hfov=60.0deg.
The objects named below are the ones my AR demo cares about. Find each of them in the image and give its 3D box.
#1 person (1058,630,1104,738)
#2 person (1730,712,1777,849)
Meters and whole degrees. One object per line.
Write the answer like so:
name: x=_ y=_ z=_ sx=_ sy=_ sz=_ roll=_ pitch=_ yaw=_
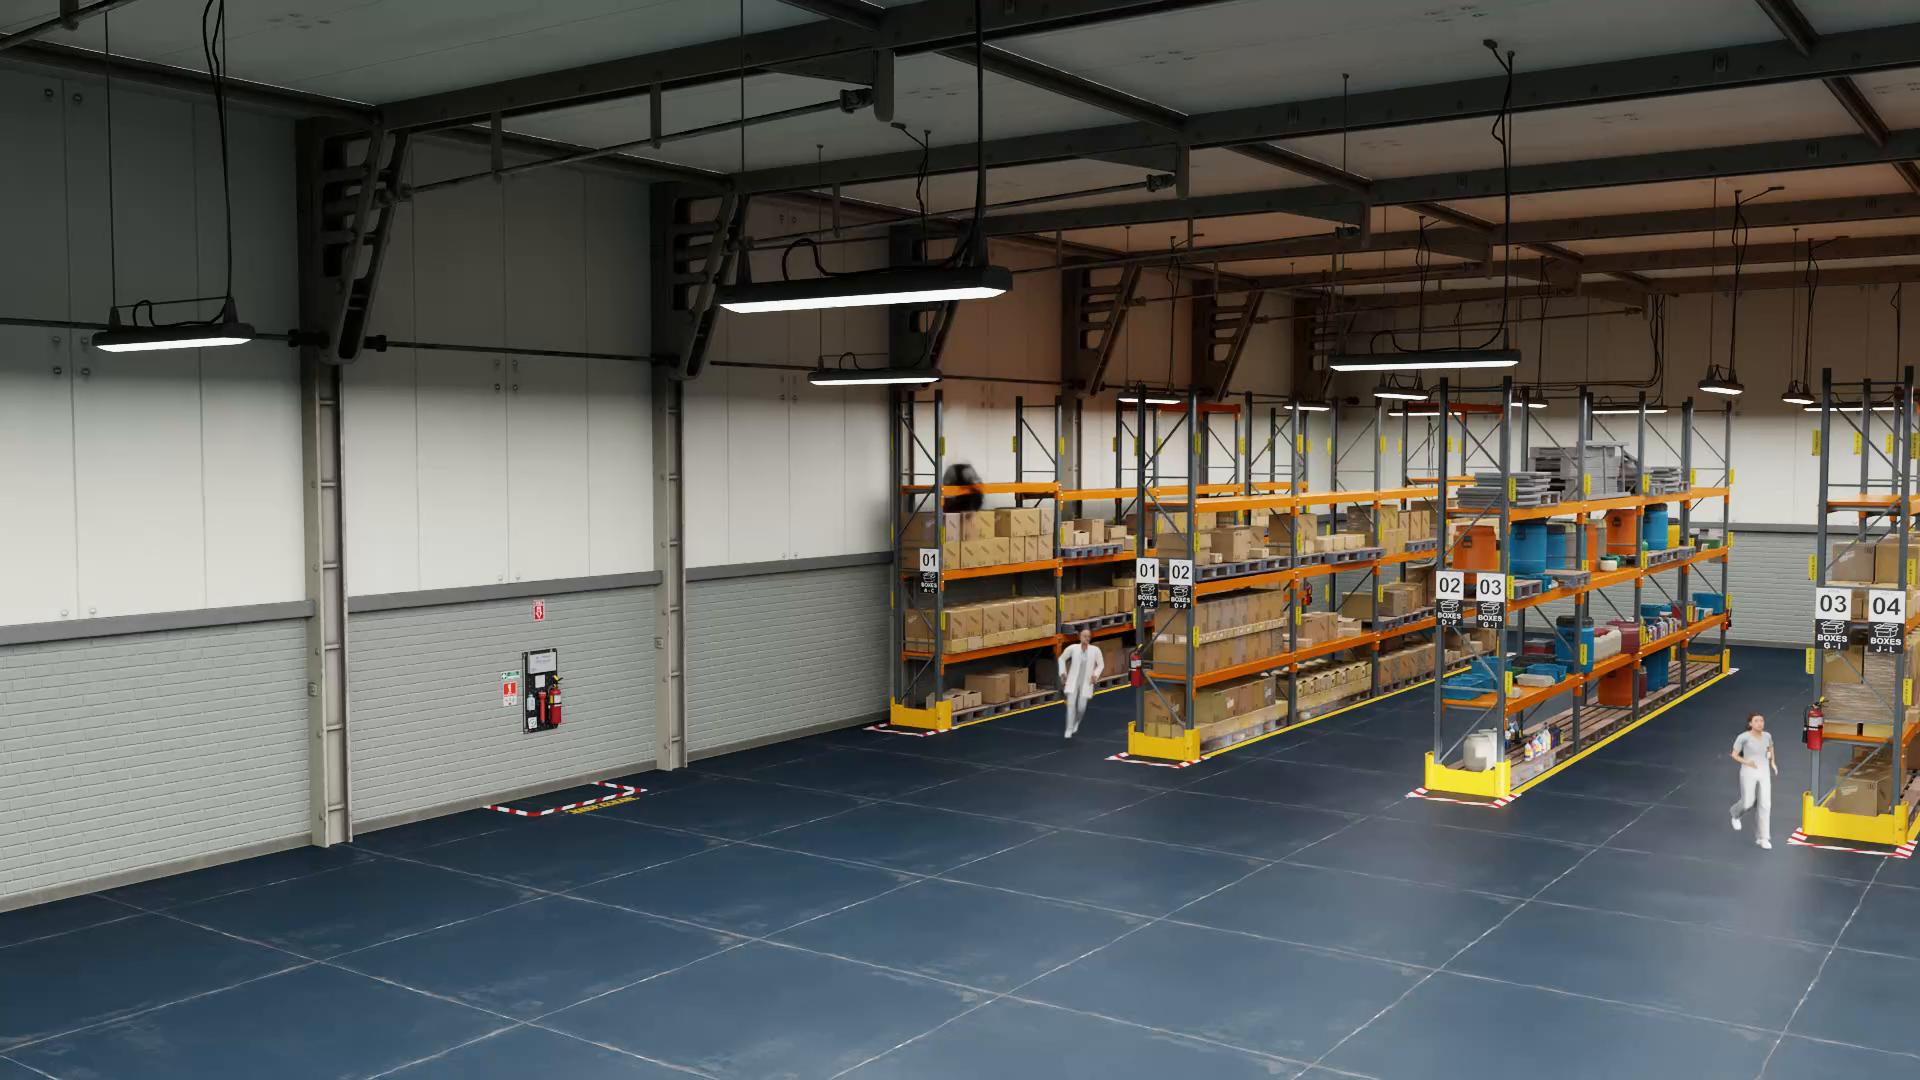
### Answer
person: x=1.981 y=2.337 z=27.224 sx=0.758 sy=1.735 sz=0.671 roll=0 pitch=3 yaw=2
person: x=10.006 y=2.979 z=20.947 sx=0.578 sy=1.653 sz=0.949 roll=0 pitch=3 yaw=1
